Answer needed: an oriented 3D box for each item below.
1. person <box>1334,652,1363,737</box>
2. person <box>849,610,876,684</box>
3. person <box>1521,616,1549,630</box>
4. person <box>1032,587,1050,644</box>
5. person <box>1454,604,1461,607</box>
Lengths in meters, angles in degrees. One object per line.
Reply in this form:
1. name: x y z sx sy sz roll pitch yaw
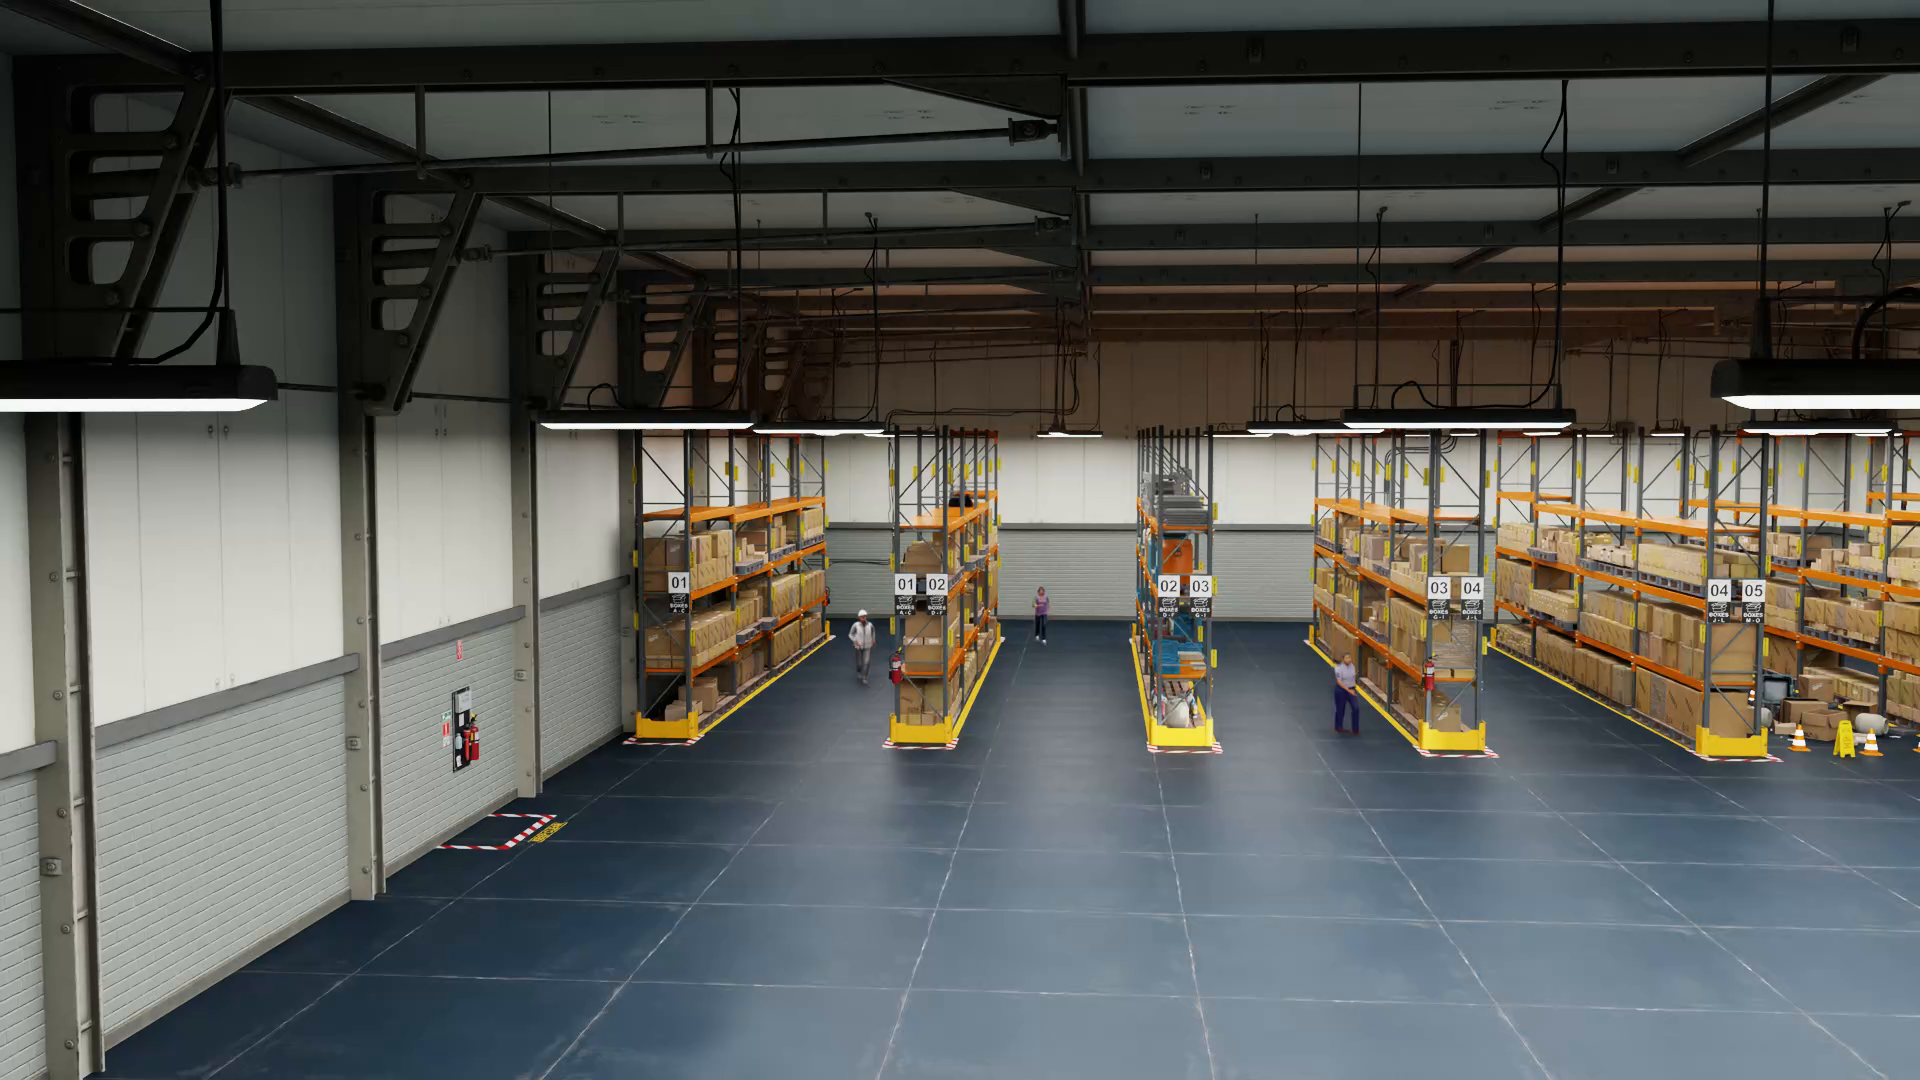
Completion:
1. person: 7.496 2.992 32.245 0.543 1.691 0.612 0 3 -7
2. person: -2.305 2.505 39.280 0.656 1.731 0.790 -1 3 -9
3. person: 16.207 2.049 47.217 0.911 1.667 0.766 2 4 30
4. person: 2.263 2.092 46.534 0.553 1.584 0.909 0 3 -8
5. person: 13.907 2.084 46.635 0.544 1.646 0.644 1 4 14
